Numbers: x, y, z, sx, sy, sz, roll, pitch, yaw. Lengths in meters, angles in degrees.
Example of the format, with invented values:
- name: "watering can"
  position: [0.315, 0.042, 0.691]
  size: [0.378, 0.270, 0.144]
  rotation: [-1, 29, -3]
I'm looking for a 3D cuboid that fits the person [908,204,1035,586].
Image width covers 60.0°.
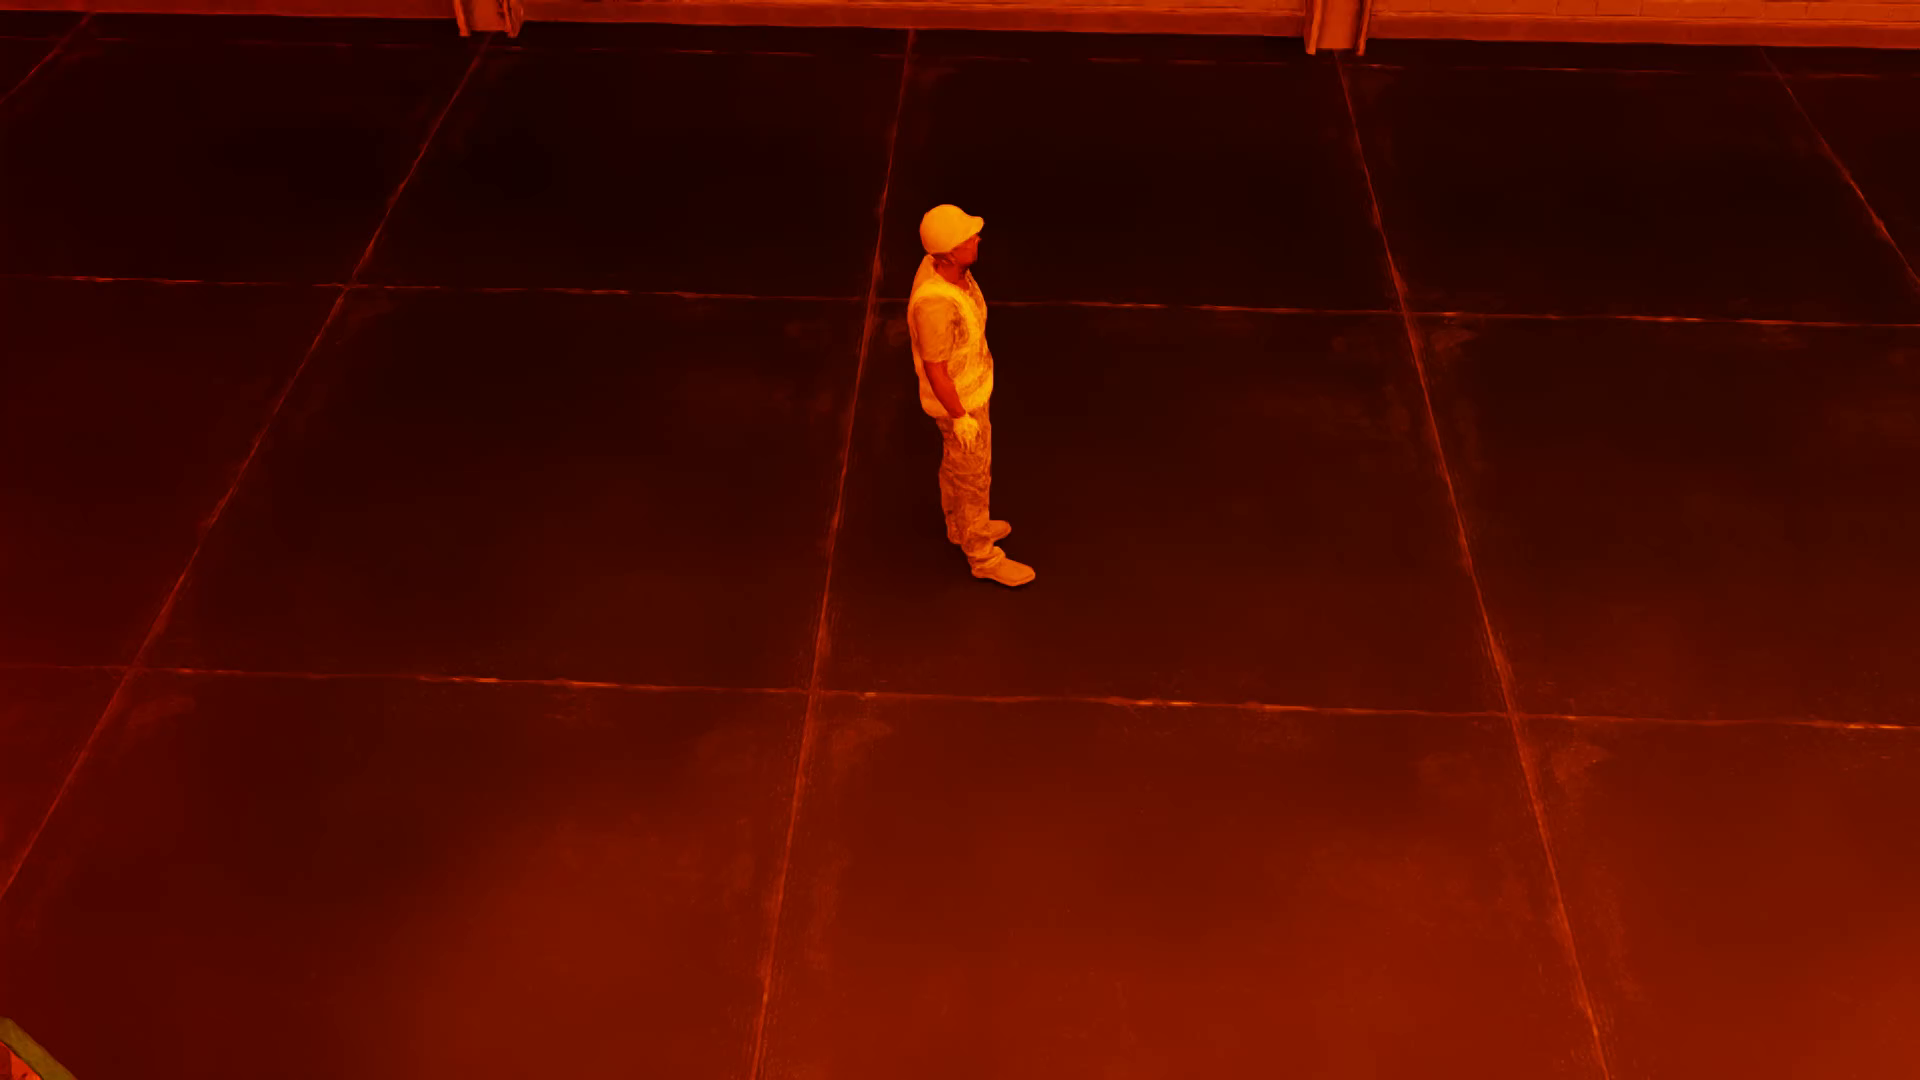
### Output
- name: "person"
  position: [0.072, -0.654, 7.304]
  size: [0.576, 1.777, 0.655]
  rotation: [2, 42, 2]
